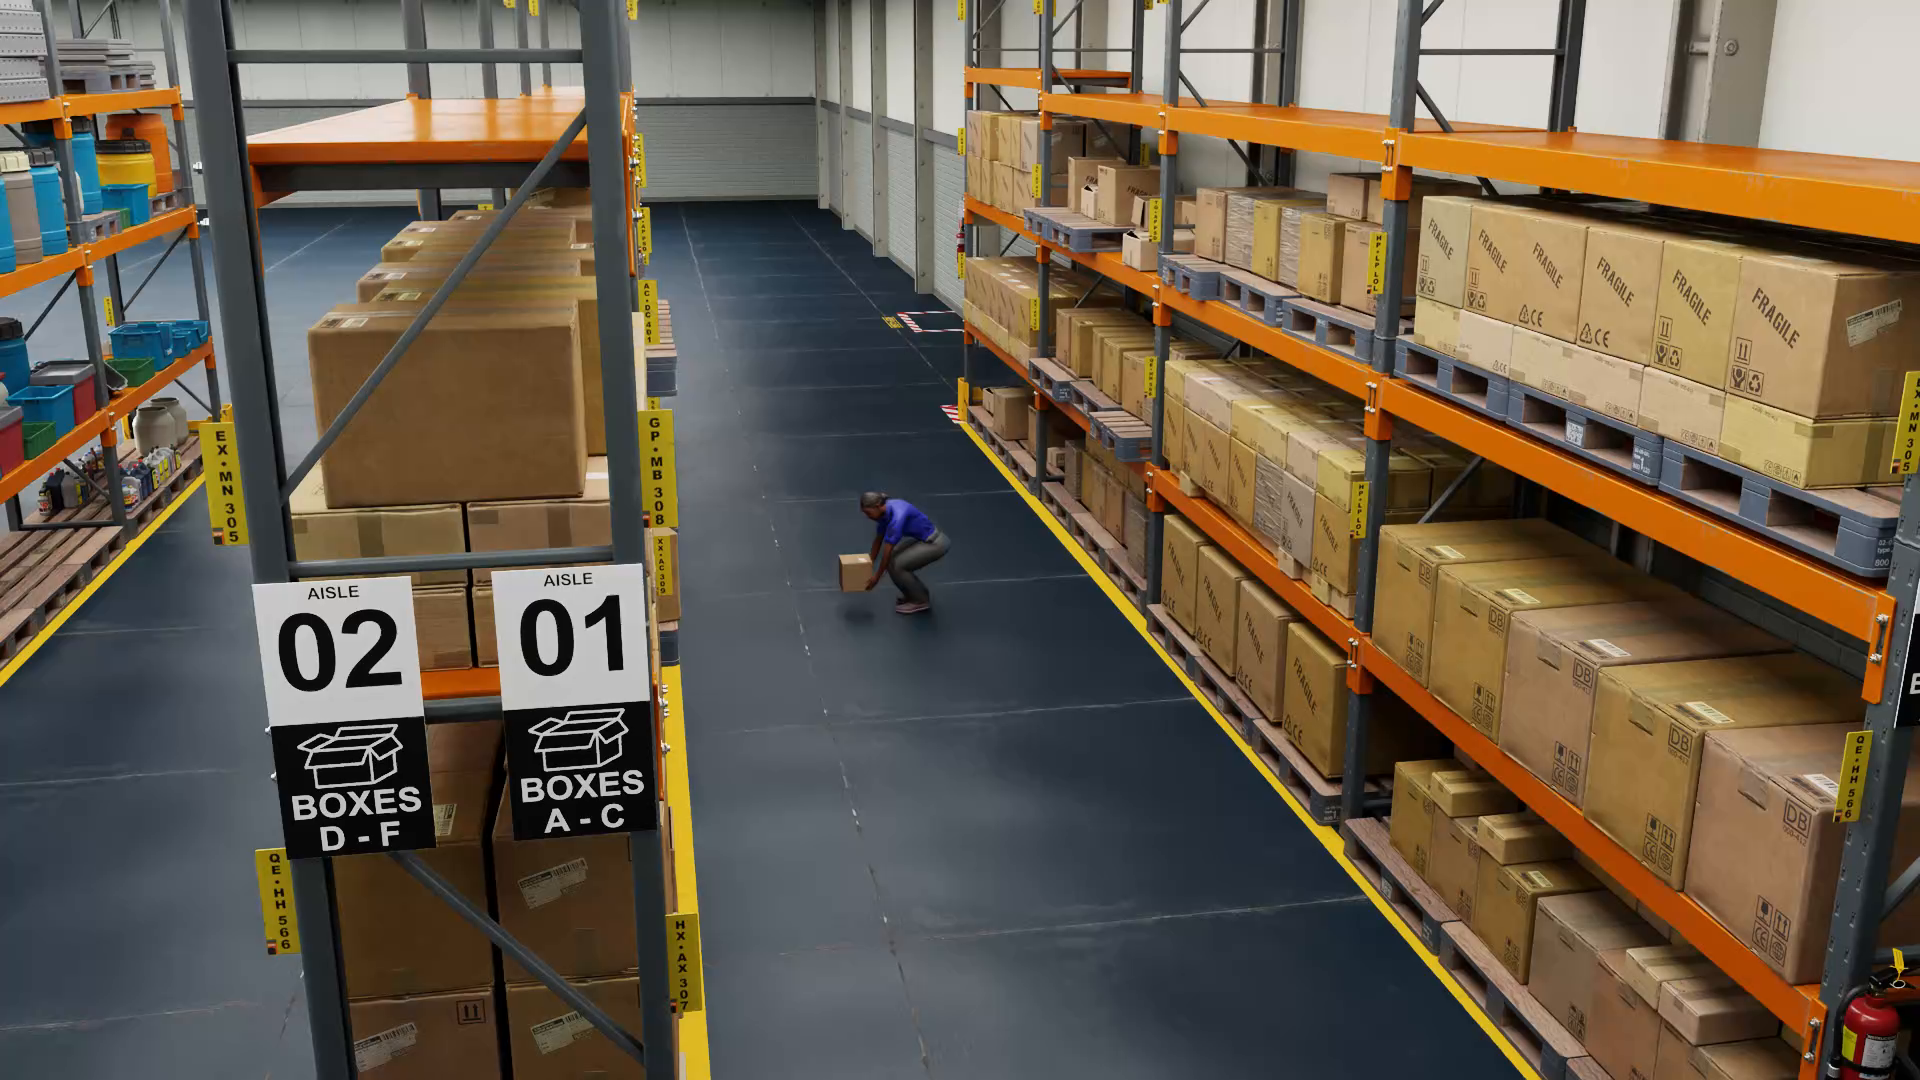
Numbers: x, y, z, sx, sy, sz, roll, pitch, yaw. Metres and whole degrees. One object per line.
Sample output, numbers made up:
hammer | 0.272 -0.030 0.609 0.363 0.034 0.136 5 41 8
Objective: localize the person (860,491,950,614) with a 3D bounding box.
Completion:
person | -0.459 0.077 13.875 0.764 1.045 0.491 -3 17 -11
